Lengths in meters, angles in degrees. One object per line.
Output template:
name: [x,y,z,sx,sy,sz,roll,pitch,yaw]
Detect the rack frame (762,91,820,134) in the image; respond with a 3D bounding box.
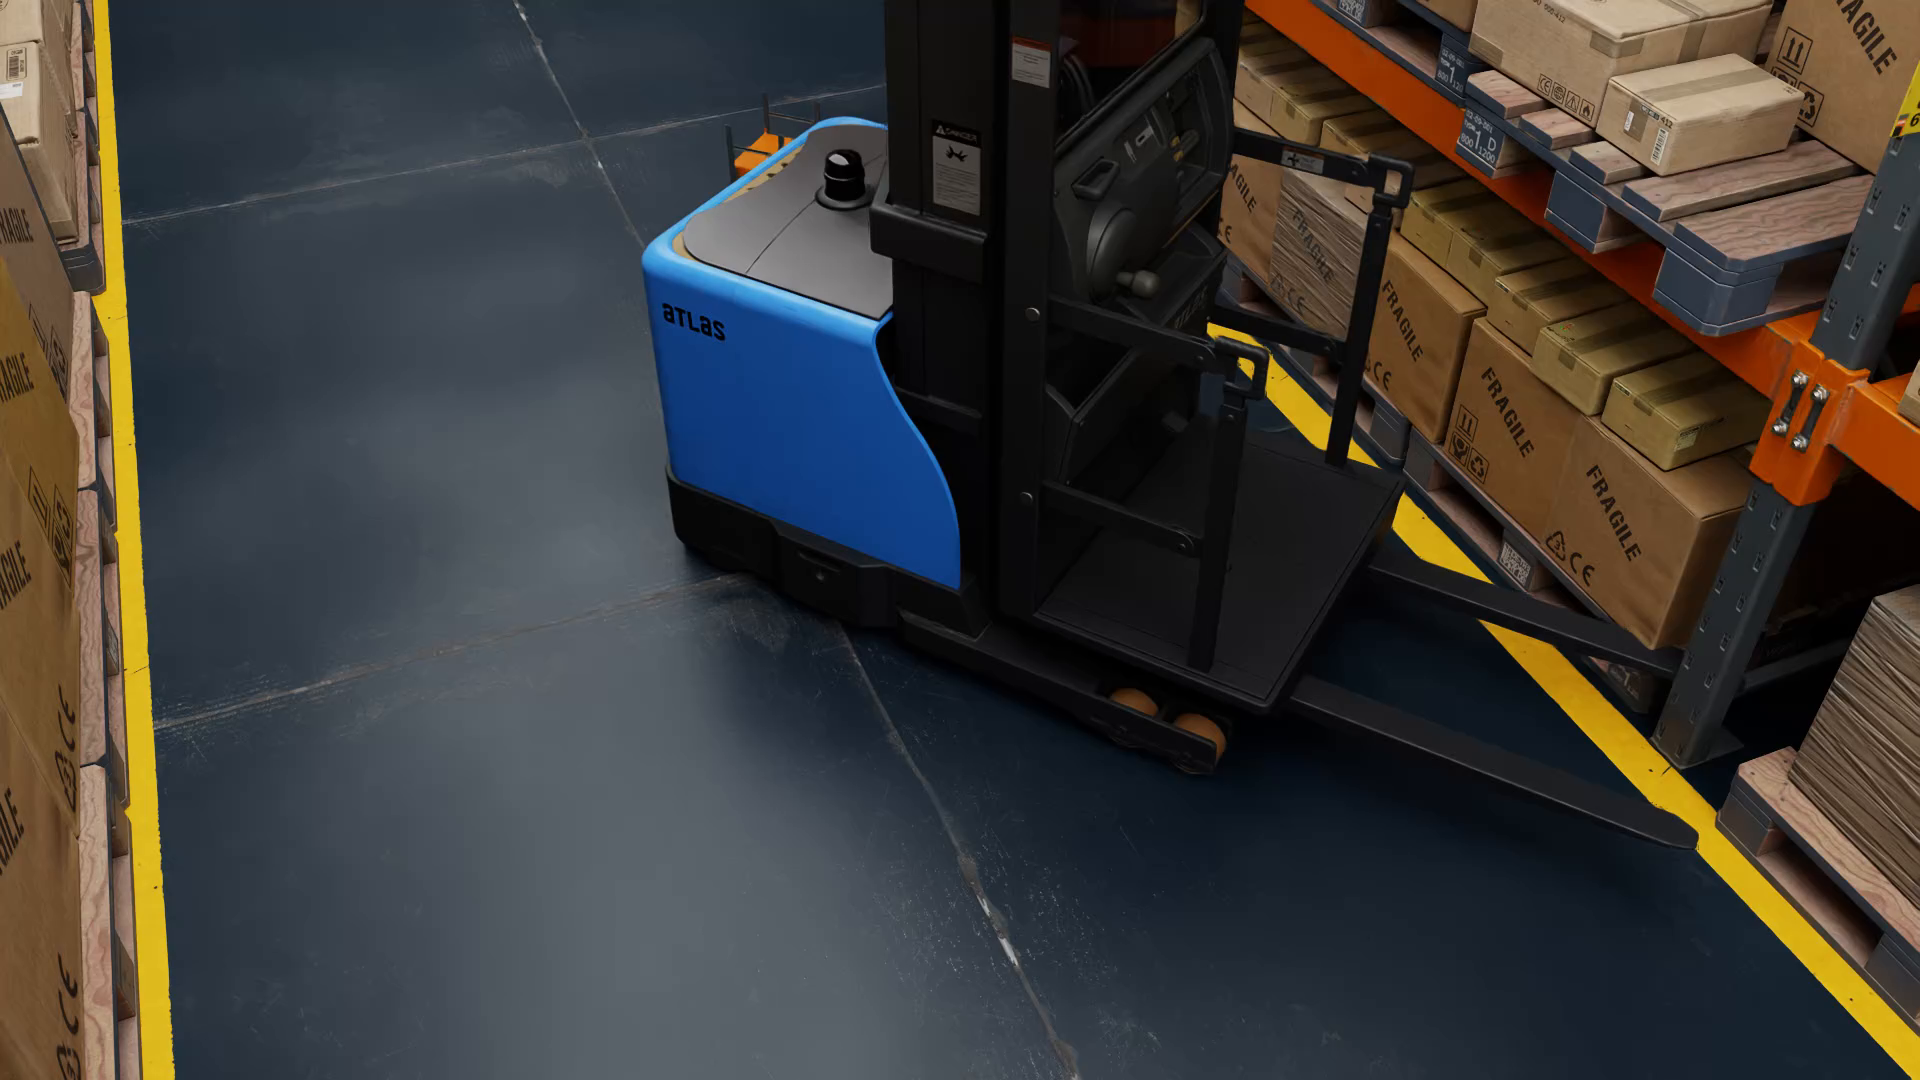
rack frame: [-0.537,-1.007,5.615,0.200,1.050,0.008,15,43,17]

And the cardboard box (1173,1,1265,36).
cardboard box: [1.037,-1.952,6.316,0.380,0.149,0.250,-17,44,-19]

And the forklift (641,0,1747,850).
forklift: [0.642,-0.875,4.020,3.031,2.935,1.130,21,45,22]

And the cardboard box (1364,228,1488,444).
cardboard box: [1.645,-0.698,5.356,0.500,0.500,0.500,-13,42,-15]

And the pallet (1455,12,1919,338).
pallet: [2.066,-0.984,4.241,1.213,0.211,1.003,-15,43,-17]

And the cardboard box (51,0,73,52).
cardboard box: [-4.553,-2.511,7.512,0.875,0.438,0.875,-14,43,-16]

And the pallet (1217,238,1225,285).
pallet: [1.205,-1.538,6.877,1.003,0.211,1.213,-15,43,-17]

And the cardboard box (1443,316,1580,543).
cardboard box: [1.847,-0.383,4.990,0.500,0.500,0.500,-16,43,-17]

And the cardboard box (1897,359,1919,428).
cardboard box: [2.334,-0.281,3.392,0.500,0.250,0.500,-15,43,-17]

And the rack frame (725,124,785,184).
rack frame: [-0.631,-0.860,5.444,0.200,1.050,0.008,15,43,17]

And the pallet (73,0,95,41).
pallet: [-4.878,-2.726,8.258,1.003,0.211,1.213,-15,43,-17]

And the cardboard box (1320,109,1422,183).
cardboard box: [1.438,-1.325,5.587,0.380,0.149,0.250,-15,43,-17]

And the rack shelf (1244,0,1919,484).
rack shelf: [1.624,-1.598,5.360,1.077,0.370,4.000,-15,43,-17]

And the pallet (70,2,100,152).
pallet: [-4.415,-1.992,7.404,1.003,0.211,1.213,-15,43,-17]

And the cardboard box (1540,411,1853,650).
cardboard box: [2.029,-0.079,4.636,0.500,0.500,0.500,-14,43,-16]

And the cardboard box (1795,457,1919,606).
cardboard box: [2.487,-0.202,4.779,0.500,0.500,0.500,-14,43,-15]

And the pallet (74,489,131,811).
pallet: [-2.890,0.404,4.618,1.003,0.211,1.213,-15,43,-17]

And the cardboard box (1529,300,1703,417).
cardboard box: [1.834,-0.515,4.646,0.380,0.149,0.250,-17,44,-19]

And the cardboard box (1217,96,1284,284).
cardboard box: [1.236,-1.320,6.079,0.500,0.500,0.500,-16,43,-18]

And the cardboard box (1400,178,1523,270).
cardboard box: [1.619,-1.005,5.216,0.380,0.149,0.250,-16,43,-17]

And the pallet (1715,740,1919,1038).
pallet: [2.669,0.897,4.046,1.003,0.211,1.213,-15,43,-17]

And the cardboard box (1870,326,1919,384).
cardboard box: [2.478,-0.516,4.647,0.380,0.149,0.250,-13,42,-15]

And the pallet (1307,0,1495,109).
pallet: [1.641,-1.764,5.148,1.003,0.211,1.213,-15,43,-17]

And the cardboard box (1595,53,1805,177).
cardboard box: [1.784,-1.030,4.018,0.380,0.149,0.250,-14,43,-16]

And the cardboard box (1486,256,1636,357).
cardboard box: [1.774,-0.684,4.843,0.380,0.149,0.250,-16,43,-18]

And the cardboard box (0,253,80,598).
cardboard box: [-3.061,-0.293,4.598,0.875,0.875,0.875,-14,43,-16]

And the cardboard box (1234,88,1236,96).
cardboard box: [1.049,-1.622,6.430,0.500,0.500,0.500,-16,43,-17]

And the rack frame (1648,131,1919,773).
rack frame: [2.390,-0.666,3.724,1.000,3.000,0.127,-15,43,-17]

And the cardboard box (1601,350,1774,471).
cardboard box: [1.967,-0.358,4.463,0.380,0.149,0.250,-17,44,-19]

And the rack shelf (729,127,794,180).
rack shelf: [-0.584,-1.140,5.352,0.215,0.259,0.240,15,43,17]

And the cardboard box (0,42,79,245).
cardboard box: [-3.866,-1.428,6.253,0.875,0.438,0.875,-16,43,-17]

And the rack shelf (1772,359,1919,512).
rack shelf: [3.155,0.811,2.558,1.077,0.370,4.000,-15,43,-17]

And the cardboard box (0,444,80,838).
cardboard box: [-2.720,0.245,3.972,0.875,0.875,0.875,-15,43,-16]

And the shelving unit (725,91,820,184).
shelving unit: [-0.584,-0.933,5.530,0.215,1.050,0.252,15,43,17]

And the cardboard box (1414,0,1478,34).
cardboard box: [1.594,-1.802,4.644,0.797,0.503,0.637,-16,43,-18]

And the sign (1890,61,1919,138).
sign: [1.892,-0.934,3.209,0.100,0.325,0.005,-15,43,-17]

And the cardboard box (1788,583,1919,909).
cardboard box: [2.616,0.454,3.921,0.875,0.625,0.625,-14,43,-16]

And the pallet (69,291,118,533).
pallet: [-3.360,-0.332,5.474,1.003,0.211,1.213,-15,43,-17]

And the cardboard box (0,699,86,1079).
cardboard box: [-2.382,0.784,3.346,0.875,0.875,0.875,-15,43,-17]

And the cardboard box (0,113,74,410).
cardboard box: [-3.414,-0.836,5.229,0.875,0.875,0.875,-14,43,-16]

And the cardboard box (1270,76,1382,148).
cardboard box: [1.308,-1.480,5.768,0.380,0.149,0.250,-14,43,-15]

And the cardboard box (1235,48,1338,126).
cardboard box: [1.215,-1.630,5.943,0.380,0.149,0.250,-15,43,-17]

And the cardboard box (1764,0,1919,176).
cardboard box: [2.337,-1.213,3.961,0.500,0.500,0.500,-13,42,-15]

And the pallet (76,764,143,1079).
pallet: [-2.427,1.138,3.765,1.003,0.211,1.213,-15,43,-17]

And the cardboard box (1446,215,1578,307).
cardboard box: [1.715,-0.855,5.041,0.380,0.149,0.250,-14,43,-16]

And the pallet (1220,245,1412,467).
pallet: [1.676,-0.802,6.021,1.003,0.211,1.213,-15,43,-17]

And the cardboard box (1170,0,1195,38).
cardboard box: [0.928,-2.103,6.493,0.380,0.149,0.250,-16,43,-18]

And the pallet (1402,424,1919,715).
pallet: [2.139,-0.068,5.168,1.003,0.211,1.213,-15,43,-17]

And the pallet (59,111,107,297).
pallet: [-3.944,-1.256,6.548,1.003,0.211,1.213,-15,43,-17]

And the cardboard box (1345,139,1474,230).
cardboard box: [1.485,-1.164,5.400,0.380,0.149,0.250,-17,44,-19]

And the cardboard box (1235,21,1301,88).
cardboard box: [1.154,-1.790,6.128,0.380,0.149,0.250,-16,43,-18]

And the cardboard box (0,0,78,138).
cardboard box: [-4.210,-1.967,6.880,0.875,0.438,0.875,-16,43,-18]

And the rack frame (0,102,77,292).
rack frame: [-3.725,-1.835,5.084,1.000,3.000,0.127,-15,43,-17]

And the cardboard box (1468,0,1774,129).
cardboard box: [1.687,-1.324,4.282,0.500,0.250,0.500,-17,44,-19]

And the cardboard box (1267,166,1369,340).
cardboard box: [1.429,-1.006,5.714,0.500,0.500,0.500,-17,43,-18]
